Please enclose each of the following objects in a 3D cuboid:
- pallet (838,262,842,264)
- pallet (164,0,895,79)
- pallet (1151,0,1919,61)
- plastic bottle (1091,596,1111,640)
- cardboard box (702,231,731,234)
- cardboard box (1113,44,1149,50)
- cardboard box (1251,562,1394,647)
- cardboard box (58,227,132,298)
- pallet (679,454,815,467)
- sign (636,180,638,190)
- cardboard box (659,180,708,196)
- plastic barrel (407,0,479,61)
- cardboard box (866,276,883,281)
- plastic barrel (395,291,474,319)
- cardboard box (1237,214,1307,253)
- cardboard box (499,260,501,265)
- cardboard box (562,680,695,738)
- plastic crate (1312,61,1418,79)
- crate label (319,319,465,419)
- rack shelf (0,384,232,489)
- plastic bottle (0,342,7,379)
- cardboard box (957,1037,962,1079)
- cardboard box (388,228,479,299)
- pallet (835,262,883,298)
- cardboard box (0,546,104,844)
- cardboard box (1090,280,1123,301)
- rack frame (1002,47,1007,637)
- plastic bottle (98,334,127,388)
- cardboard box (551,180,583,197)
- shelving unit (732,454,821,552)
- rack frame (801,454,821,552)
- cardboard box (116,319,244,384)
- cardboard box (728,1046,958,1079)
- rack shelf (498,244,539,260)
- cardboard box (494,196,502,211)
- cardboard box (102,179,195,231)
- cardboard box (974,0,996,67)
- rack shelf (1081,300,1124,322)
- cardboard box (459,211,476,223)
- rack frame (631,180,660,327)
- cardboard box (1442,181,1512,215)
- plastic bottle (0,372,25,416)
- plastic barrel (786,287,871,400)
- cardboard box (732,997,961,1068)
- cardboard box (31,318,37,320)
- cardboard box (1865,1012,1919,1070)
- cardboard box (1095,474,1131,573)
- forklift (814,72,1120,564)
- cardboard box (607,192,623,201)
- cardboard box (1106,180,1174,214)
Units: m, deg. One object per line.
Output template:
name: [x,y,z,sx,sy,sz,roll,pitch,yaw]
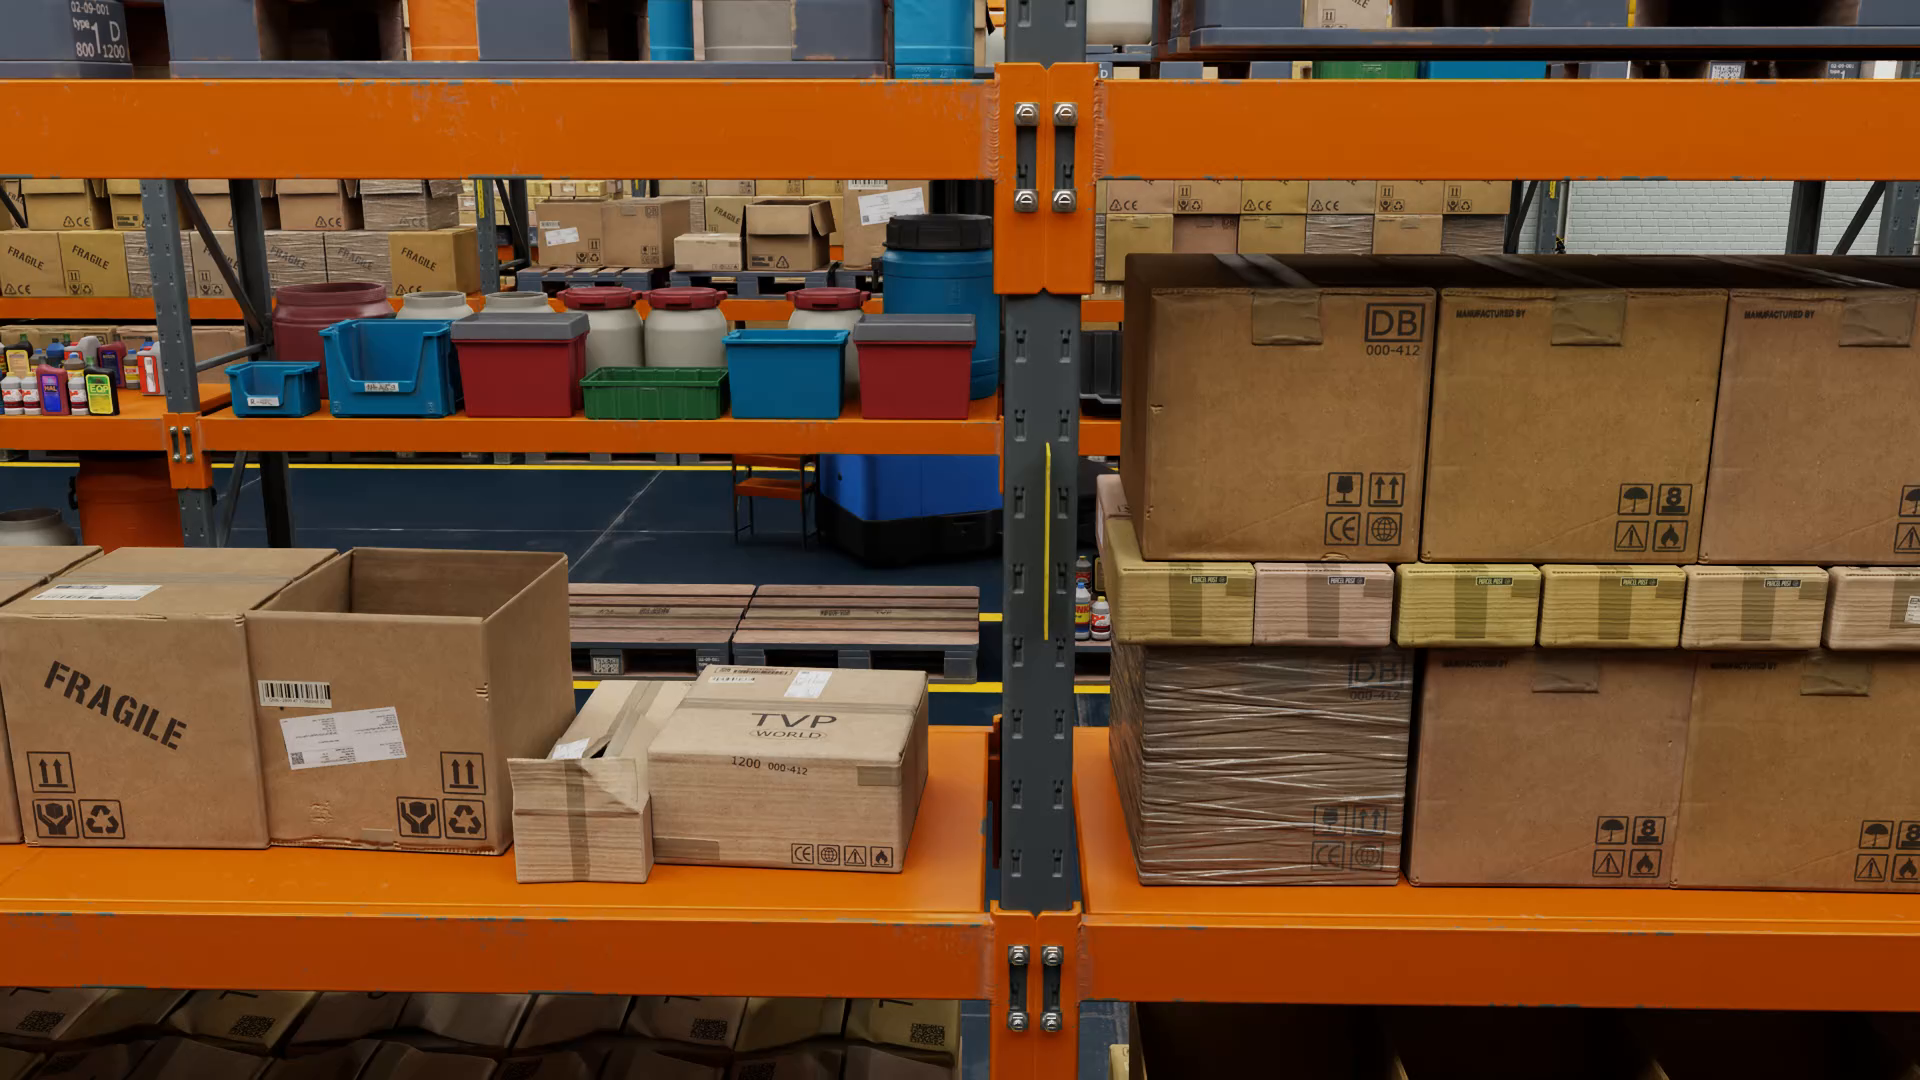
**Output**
pallet: [-2.392,-4.596,27.846,1.213,0.211,1.003,0,15,1]
pallet: [-0.730,-0.974,3.148,1.217,0.209,0.805,0,15,-1]
pallet: [1.006,-1.023,3.130,1.213,0.211,1.003,0,15,1]
plastic bottle: [0.691,0.378,8.152,0.097,0.201,0.097,0,15,0]
cardboard box: [-1.916,-2.363,13.355,0.258,0.266,0.396,0,15,0]
cardboard box: [1.266,-3.639,12.384,0.250,0.149,0.380,0,15,2]
cardboard box: [0.667,0.077,3.202,0.250,0.149,0.380,1,15,2]
cardboard box: [-6.632,-2.171,12.993,0.500,0.500,0.500,0,15,2]
pallet: [-1.592,-0.804,13.474,1.213,0.211,1.003,0,15,1]
sign: [-3.366,-3.814,17.301,0.005,0.325,0.100,0,15,1]
cardboard box: [-2.913,-3.957,17.802,0.500,0.500,0.700,0,15,1]
plastic barrel: [-2.247,-2.496,7.700,0.708,0.830,0.600,0,15,1]
cardboard box: [-0.950,-2.508,18.054,0.750,0.750,1.050,0,15,1]
plastic barrel: [-2.682,-1.005,8.551,0.421,0.512,0.421,0,15,0]
cardboard box: [2.357,-2.310,12.938,0.500,0.500,0.875,0,15,1]
cardboard box: [-6.713,-3.912,23.129,0.875,0.875,0.875,1,15,3]
cardboard box: [-0.728,0.449,3.749,0.250,0.149,0.380,0,15,1]
plastic crate: [1.853,-2.146,7.628,0.450,0.188,0.336,0,15,1]
crate label: [-2.730,-0.845,8.094,0.616,0.435,0.502,0,15,1]
rack shelf: [-5.716,-0.569,8.525,4.000,0.370,1.077,0,15,1]
plastic bottle: [-5.082,-0.940,8.773,0.097,0.271,0.097,0,15,0]
cardboard box: [-0.245,1.447,4.044,0.500,0.250,0.500,0,15,0]
cardboard box: [-4.089,-2.155,12.932,0.500,0.500,0.500,1,15,3]
pallet: [-0.351,-2.090,13.257,1.213,0.211,1.003,0,15,1]
cardboard box: [-2.169,0.318,3.558,0.500,0.500,0.500,0,15,-2]
cardboard box: [1.116,-1.941,12.811,0.250,0.149,0.380,0,15,1]
rack frame: [0.282,-0.877,8.285,0.127,3.000,1.000,0,15,1]
plastic bottle: [-4.468,-0.946,8.774,0.133,0.283,0.061,0,15,1]
cardboard box: [-4.115,-3.688,17.443,0.250,0.149,0.380,0,15,1]
shelving unit: [-1.176,-0.555,10.593,0.503,1.200,0.258,6,16,20]
rack frame: [-0.948,-0.533,10.509,0.015,1.200,0.240,6,16,20]
cardboard box: [-6.055,-1.364,13.470,0.875,0.875,1.225,0,15,-1]
cardboard box: [-0.260,1.312,3.456,0.500,0.311,0.500,0,15,1]
rack shelf: [-5.361,-3.096,18.105,4.000,0.370,1.077,0,15,1]
cardboard box: [-4.896,-3.550,17.500,0.250,0.149,0.380,0,15,1]
cardboard box: [-6.264,-2.716,13.094,0.637,0.503,0.797,1,15,2]
cardboard box: [-0.058,-3.872,12.731,0.637,0.503,0.797,0,15,-1]
rack shelf: [2.408,-1.780,13.115,4.000,0.370,1.077,0,15,1]
cardboard box: [-5.149,-3.408,17.546,0.250,0.149,0.380,1,15,3]
rack frame: [-3.362,-3.431,17.963,0.127,3.000,1.000,0,15,1]
cardboard box: [3.852,-2.731,12.570,0.500,0.500,0.500,0,15,1]
plastic bottle: [-4.574,-0.709,8.036,0.097,0.201,0.097,0,15,0]
plastic barrel: [-0.668,-1.005,8.504,0.433,0.535,0.433,0,15,0]
cardboard box: [-0.255,1.175,3.974,0.500,0.311,0.500,0,15,2]
cardboard box: [-10.069,-2.358,18.079,0.250,0.149,0.380,1,15,3]
cardboard box: [2.107,1.242,3.350,0.500,0.500,0.500,0,15,1]
cardboard box: [0.430,-0.029,3.602,0.250,0.149,0.380,0,15,1]
forklift: [0.608,-1.495,10.760,3.031,2.935,1.130,-6,16,-23]
cardboard box: [-3.840,-3.710,18.110,0.250,0.149,0.380,1,15,4]
cardboard box: [1.352,-2.745,12.627,0.500,0.500,0.500,0,15,1]
